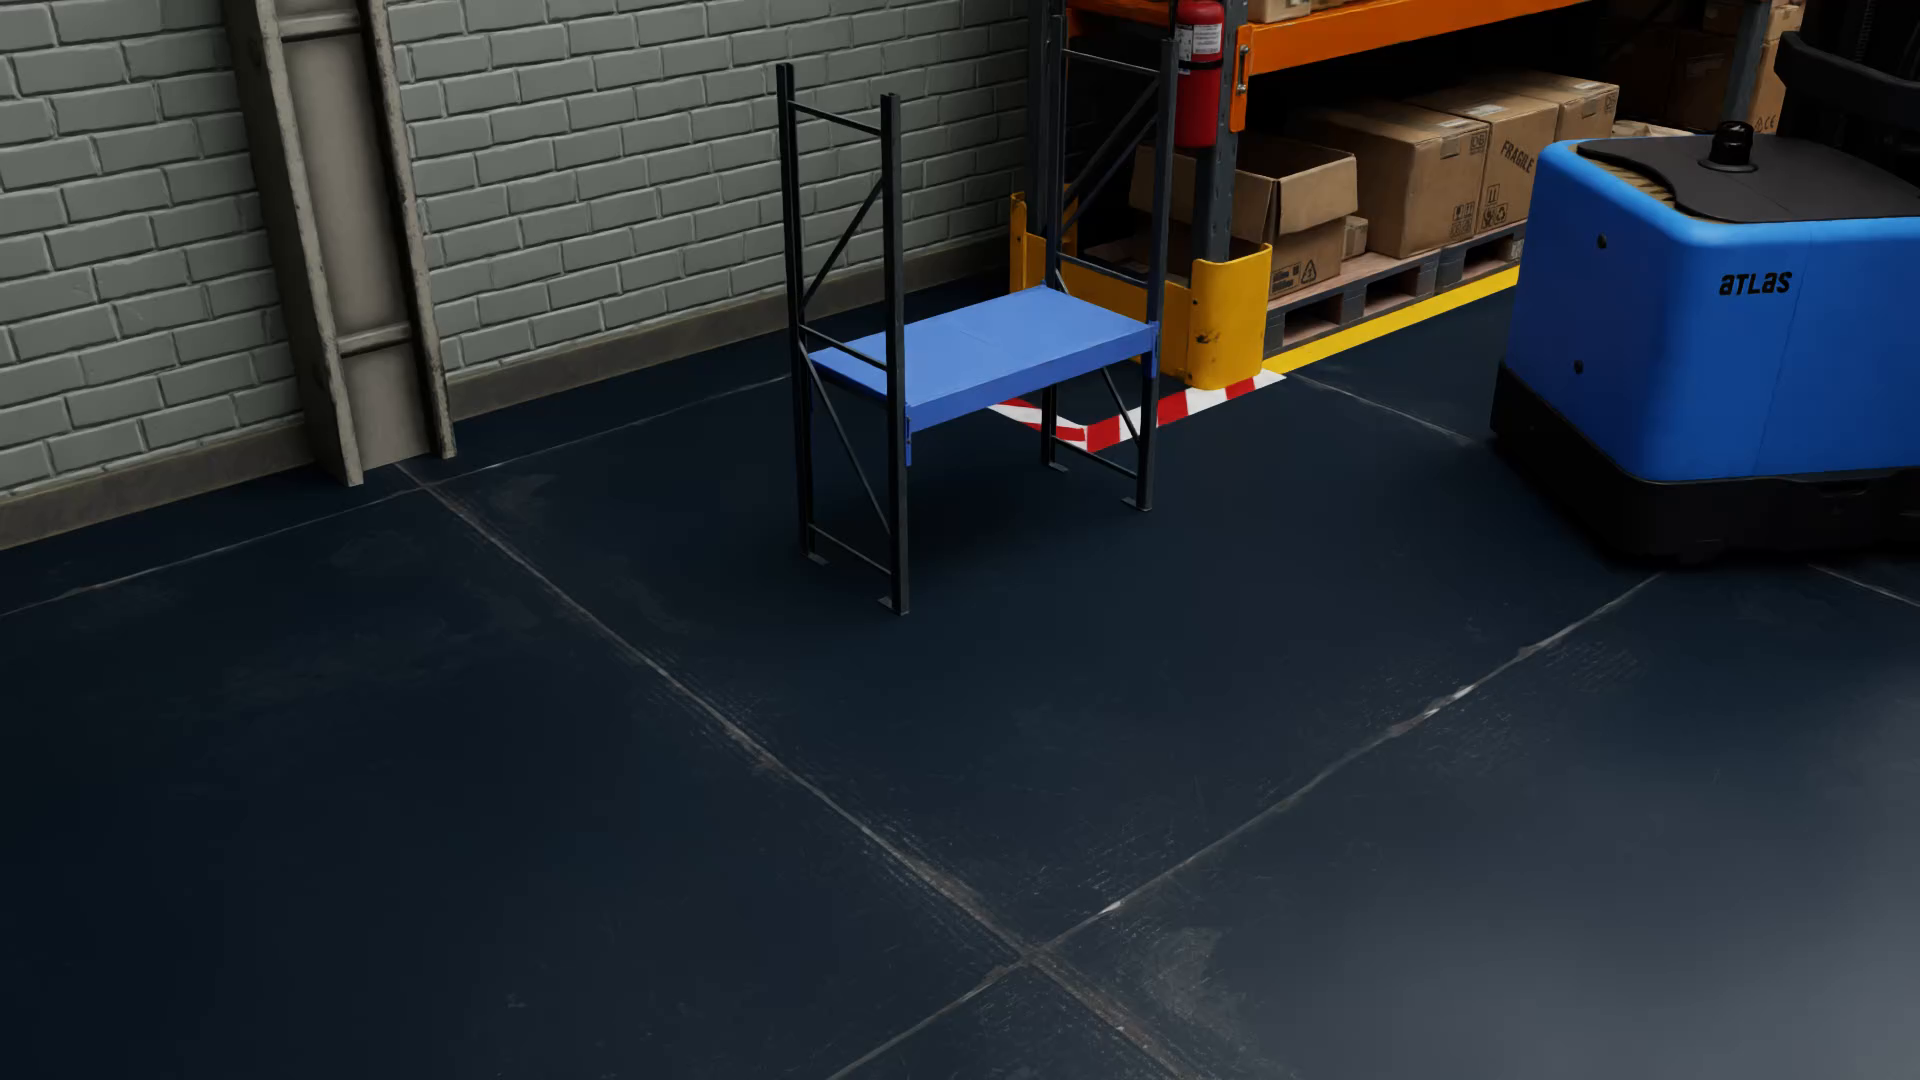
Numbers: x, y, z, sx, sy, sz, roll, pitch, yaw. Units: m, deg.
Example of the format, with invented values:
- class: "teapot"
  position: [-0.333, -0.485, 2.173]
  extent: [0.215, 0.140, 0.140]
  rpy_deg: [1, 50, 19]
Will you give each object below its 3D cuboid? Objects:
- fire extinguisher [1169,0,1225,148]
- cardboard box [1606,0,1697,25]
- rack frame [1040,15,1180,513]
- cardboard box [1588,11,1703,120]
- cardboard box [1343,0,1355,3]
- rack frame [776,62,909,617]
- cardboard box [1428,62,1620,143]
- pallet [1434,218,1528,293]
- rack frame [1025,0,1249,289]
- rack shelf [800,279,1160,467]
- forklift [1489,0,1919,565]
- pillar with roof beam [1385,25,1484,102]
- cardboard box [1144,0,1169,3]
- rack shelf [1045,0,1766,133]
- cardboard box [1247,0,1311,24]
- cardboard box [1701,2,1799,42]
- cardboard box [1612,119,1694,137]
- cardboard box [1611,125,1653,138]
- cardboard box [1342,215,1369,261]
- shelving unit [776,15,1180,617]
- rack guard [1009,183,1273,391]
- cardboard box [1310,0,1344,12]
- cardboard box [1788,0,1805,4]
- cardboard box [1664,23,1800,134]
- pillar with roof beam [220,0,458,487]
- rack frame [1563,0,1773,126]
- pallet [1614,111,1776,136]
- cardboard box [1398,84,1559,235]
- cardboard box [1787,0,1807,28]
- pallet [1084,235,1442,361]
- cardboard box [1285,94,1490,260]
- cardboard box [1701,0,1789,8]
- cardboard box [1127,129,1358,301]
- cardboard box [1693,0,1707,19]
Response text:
- class: "fire extinguisher"
  position: [0.822, -1.707, 5.739]
  extent: [0.183, 0.674, 0.296]
  rpy_deg: [-22, 35, -35]
- class: "cardboard box"
  position: [3.770, -2.924, 9.058]
  extent: [0.250, 0.149, 0.380]
  rpy_deg: [-24, 36, -37]
- class: "rack frame"
  position: [0.452, -0.843, 5.236]
  extent: [0.032, 1.500, 0.500]
  rpy_deg: [-22, 35, -35]
- class: "cardboard box"
  position: [3.858, -2.679, 9.286]
  extent: [0.500, 0.500, 0.500]
  rpy_deg: [-22, 35, -35]
- class: "cardboard box"
  position: [1.403, -2.195, 6.441]
  extent: [0.250, 0.149, 0.380]
  rpy_deg: [-22, 35, -36]
- class: "rack frame"
  position: [-0.322, -0.532, 4.654]
  extent: [0.032, 1.500, 0.500]
  rpy_deg: [-22, 35, -35]
- class: "cardboard box"
  position: [2.626, -1.917, 7.861]
  extent: [0.500, 0.500, 0.700]
  rpy_deg: [-23, 36, -37]
- class: "pallet"
  position: [2.225, -1.525, 7.879]
  extent: [1.213, 0.211, 1.003]
  rpy_deg: [-22, 35, -35]
- class: "rack frame"
  position: [0.634, -2.116, 6.027]
  extent: [0.127, 3.000, 1.000]
  rpy_deg: [-22, 35, -35]
- class: "rack shelf"
  position: [0.065, -0.529, 5.030]
  extent: [1.000, 0.185, 0.538]
  rpy_deg: [-22, 35, -35]
- class: "forklift"
  position: [3.420, -1.521, 4.986]
  extent: [3.031, 2.935, 1.130]
  rpy_deg: [-4, 28, -7]
- class: "pillar with roof beam"
  position: [5.356, -4.552, 4.220]
  extent: [0.400, 9.000, 9.100]
  rpy_deg: [-22, 35, -35]
- class: "cardboard box"
  position: [0.712, -2.203, 6.456]
  extent: [0.250, 0.149, 0.380]
  rpy_deg: [-22, 35, -35]
- class: "rack shelf"
  position: [2.155, -2.410, 7.341]
  extent: [4.000, 0.370, 1.077]
  rpy_deg: [-22, 35, -35]
- class: "cardboard box"
  position: [1.062, -2.007, 6.090]
  extent: [0.250, 0.149, 0.380]
  rpy_deg: [-22, 35, -35]
- class: "cardboard box"
  position: [4.122, -2.723, 8.681]
  extent: [0.250, 0.149, 0.380]
  rpy_deg: [-20, 34, -33]
- class: "cardboard box"
  position: [3.444, -1.992, 8.374]
  extent: [0.250, 0.149, 0.380]
  rpy_deg: [-23, 36, -36]
- class: "cardboard box"
  position: [3.172, -1.934, 8.142]
  extent: [0.258, 0.266, 0.396]
  rpy_deg: [-20, 34, -33]
- class: "cardboard box"
  position: [1.509, -1.313, 7.103]
  extent: [0.250, 0.149, 0.380]
  rpy_deg: [-24, 36, -37]
- class: "shelving unit"
  position: [0.065, -0.688, 4.945]
  extent: [1.048, 1.500, 0.538]
  rpy_deg: [-22, 35, -35]
- class: "rack guard"
  position: [0.692, -1.037, 6.659]
  extent: [0.348, 0.500, 1.175]
  rpy_deg: [-22, 35, -35]
- class: "cardboard box"
  position: [1.225, -2.102, 6.267]
  extent: [0.250, 0.149, 0.380]
  rpy_deg: [-21, 35, -34]
- class: "cardboard box"
  position: [4.289, -2.951, 8.791]
  extent: [0.250, 0.149, 0.380]
  rpy_deg: [-24, 36, -37]
- class: "cardboard box"
  position: [4.191, -2.490, 8.933]
  extent: [0.500, 0.500, 0.500]
  rpy_deg: [-20, 34, -33]
- class: "pillar with roof beam"
  position: [0.792, -2.717, 0.786]
  extent: [0.400, 9.000, 9.100]
  rpy_deg: [-22, 35, -35]
- class: "rack frame"
  position: [3.677, -3.340, 8.317]
  extent: [0.127, 3.000, 1.000]
  rpy_deg: [-22, 35, -35]
- class: "pallet"
  position: [4.271, -2.372, 9.465]
  extent: [1.213, 0.211, 1.003]
  rpy_deg: [-22, 35, -35]
- class: "cardboard box"
  position: [2.303, -1.725, 7.502]
  extent: [0.500, 0.500, 0.500]
  rpy_deg: [-21, 35, -34]
- class: "cardboard box"
  position: [4.283, -2.835, 8.891]
  extent: [0.250, 0.149, 0.380]
  rpy_deg: [-23, 36, -36]
- class: "pallet"
  position: [1.298, -1.153, 7.185]
  extent: [1.213, 0.211, 1.003]
  rpy_deg: [-22, 35, -35]
- class: "cardboard box"
  position: [1.836, -1.599, 7.267]
  extent: [0.500, 0.500, 0.700]
  rpy_deg: [-20, 34, -33]
- class: "cardboard box"
  position: [4.083, -2.876, 8.651]
  extent: [0.250, 0.149, 0.380]
  rpy_deg: [-23, 35, -36]
- class: "cardboard box"
  position: [1.161, -1.353, 6.803]
  extent: [0.637, 0.503, 0.797]
  rpy_deg: [-24, 36, -37]
- class: "cardboard box"
  position: [3.966, -3.007, 9.212]
  extent: [0.250, 0.149, 0.380]
  rpy_deg: [-22, 35, -35]
